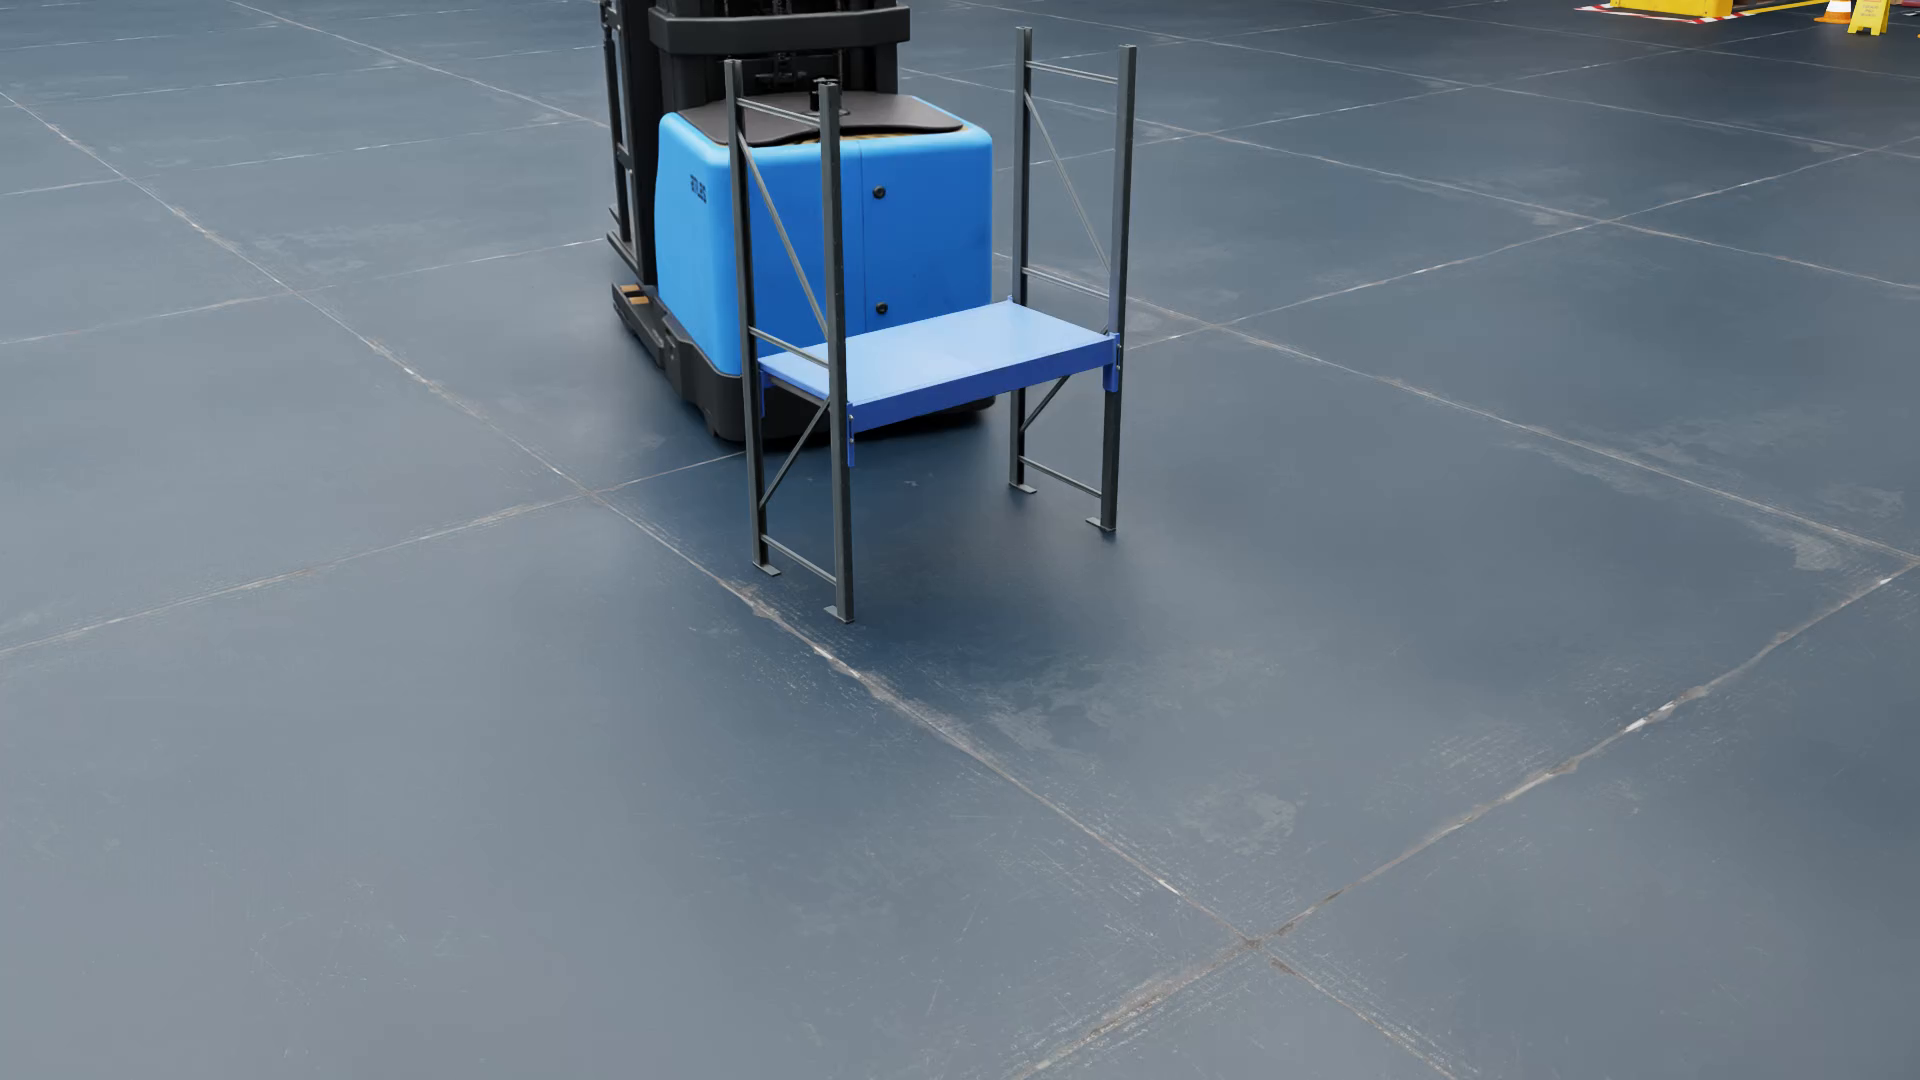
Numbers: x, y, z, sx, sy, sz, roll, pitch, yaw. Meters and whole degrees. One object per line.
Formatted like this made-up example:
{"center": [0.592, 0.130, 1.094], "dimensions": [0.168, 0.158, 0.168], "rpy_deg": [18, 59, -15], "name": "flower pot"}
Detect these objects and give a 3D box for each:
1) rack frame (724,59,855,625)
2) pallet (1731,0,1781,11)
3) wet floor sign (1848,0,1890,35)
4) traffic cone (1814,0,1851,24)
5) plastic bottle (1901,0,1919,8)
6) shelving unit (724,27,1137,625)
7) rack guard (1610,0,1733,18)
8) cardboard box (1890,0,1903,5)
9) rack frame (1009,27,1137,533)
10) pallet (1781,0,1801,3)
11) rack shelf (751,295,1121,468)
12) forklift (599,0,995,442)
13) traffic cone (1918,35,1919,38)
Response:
{"center": [-0.467, -0.526, 4.602], "dimensions": [0.032, 1.500, 0.500], "rpy_deg": [-18, 31, -34], "name": "rack frame"}
{"center": [7.735, -5.665, 17.206], "dimensions": [1.213, 0.211, 1.003], "rpy_deg": [-18, 31, -34], "name": "pallet"}
{"center": [8.354, -4.965, 15.182], "dimensions": [0.267, 0.644, 0.232], "rpy_deg": [21, 32, 37], "name": "wet floor sign"}
{"center": [8.449, -5.213, 15.933], "dimensions": [0.334, 0.463, 0.336], "rpy_deg": [-18, 31, -34], "name": "traffic cone"}
{"center": [9.764, -5.463, 16.950], "dimensions": [0.283, 0.061, 0.133], "rpy_deg": [15, 29, 29], "name": "plastic bottle"}
{"center": [-0.067, -0.658, 4.887], "dimensions": [1.048, 1.500, 0.538], "rpy_deg": [-18, 31, -34], "name": "shelving unit"}
{"center": [7.136, -5.556, 16.628], "dimensions": [0.348, 0.500, 1.175], "rpy_deg": [-18, 31, -34], "name": "rack guard"}
{"center": [9.714, -5.860, 17.279], "dimensions": [0.500, 0.500, 0.500], "rpy_deg": [-13, 28, -25], "name": "cardboard box"}
{"center": [0.333, -0.790, 5.171], "dimensions": [0.032, 1.500, 0.500], "rpy_deg": [-18, 31, -34], "name": "rack frame"}
{"center": [8.695, -5.980, 17.885], "dimensions": [1.213, 0.211, 1.003], "rpy_deg": [-18, 31, -34], "name": "pallet"}
{"center": [-0.067, -0.495, 4.962], "dimensions": [1.000, 0.185, 0.538], "rpy_deg": [-18, 31, -34], "name": "rack shelf"}
{"center": [-0.883, -2.268, 6.654], "dimensions": [1.130, 2.935, 3.031], "rpy_deg": [-9, 27, -20], "name": "forklift"}
{"center": [8.878, -4.751, 14.936], "dimensions": [0.334, 0.463, 0.336], "rpy_deg": [-18, 31, -34], "name": "traffic cone"}
